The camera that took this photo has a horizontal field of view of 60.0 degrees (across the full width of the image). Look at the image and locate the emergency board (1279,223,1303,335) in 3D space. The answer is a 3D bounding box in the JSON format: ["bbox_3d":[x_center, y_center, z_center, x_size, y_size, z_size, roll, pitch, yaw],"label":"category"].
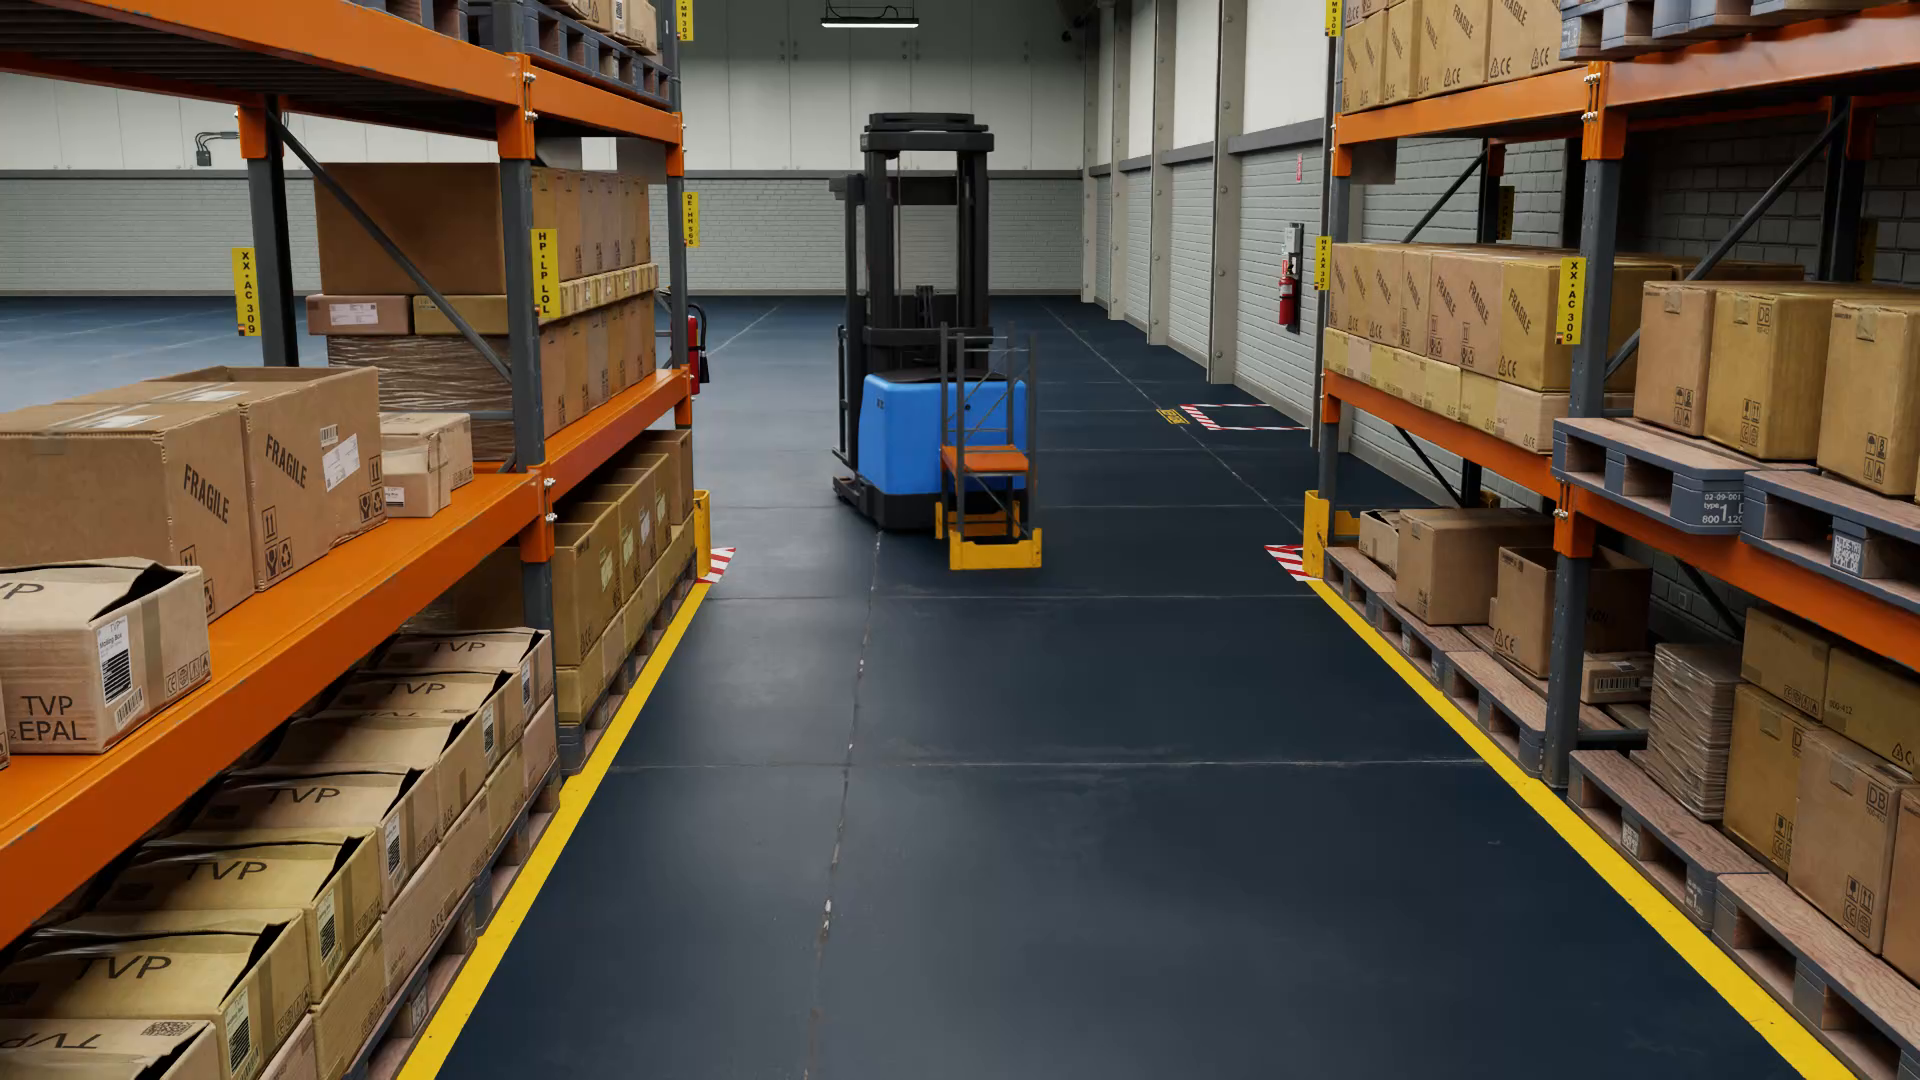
[{"bbox_3d":[3.519,-2.828,17.955,0.194,1.169,0.643,0,11,-1],"label":"emergency board"}]

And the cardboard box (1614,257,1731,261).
[{"bbox_3d":[3.051,-0.985,7.313,0.500,0.500,0.500,0,11,-1],"label":"cardboard box"}]

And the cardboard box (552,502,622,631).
[{"bbox_3d":[-1.808,0.118,7.406,0.500,0.500,0.500,0,11,-1],"label":"cardboard box"}]

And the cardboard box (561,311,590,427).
[{"bbox_3d":[-2.133,-0.805,7.732,0.700,0.500,0.500,0,11,0],"label":"cardboard box"}]

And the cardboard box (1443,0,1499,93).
[{"bbox_3d":[2.555,-2.323,7.620,0.500,0.500,0.500,-1,11,-3],"label":"cardboard box"}]

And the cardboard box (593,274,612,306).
[{"bbox_3d":[-1.943,-1.242,8.253,0.380,0.149,0.250,0,11,-2],"label":"cardboard box"}]

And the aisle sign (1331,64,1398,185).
[{"bbox_3d":[2.475,-2.567,10.128,0.394,0.787,0.004,0,11,-1],"label":"aisle sign"}]

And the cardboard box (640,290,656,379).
[{"bbox_3d":[-2.179,-1.215,9.750,0.700,0.500,0.500,0,11,-1],"label":"cardboard box"}]

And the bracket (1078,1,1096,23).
[{"bbox_3d":[2.743,-11.215,35.156,0.076,0.066,4.783,0,11,-1],"label":"bracket"}]

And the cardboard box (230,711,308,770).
[{"bbox_3d":[-2.317,0.689,5.067,0.500,0.311,0.500,-1,11,-3],"label":"cardboard box"}]

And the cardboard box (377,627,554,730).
[{"bbox_3d":[-1.798,0.483,6.083,0.500,0.311,0.500,0,11,-1],"label":"cardboard box"}]

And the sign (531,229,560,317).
[{"bbox_3d":[-1.551,-0.996,6.212,0.100,0.325,0.005,0,11,-1],"label":"sign"}]

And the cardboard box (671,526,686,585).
[{"bbox_3d":[-1.847,0.088,9.440,0.500,0.250,0.500,0,11,-1],"label":"cardboard box"}]

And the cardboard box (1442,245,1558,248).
[{"bbox_3d":[2.999,-1.390,9.309,0.500,0.500,0.500,0,11,0],"label":"cardboard box"}]

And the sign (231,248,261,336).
[{"bbox_3d":[-2.648,-0.924,6.192,0.100,0.325,0.005,0,11,-1],"label":"sign"}]

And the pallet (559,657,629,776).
[{"bbox_3d":[-2.068,0.745,7.356,1.003,0.211,1.213,0,11,-1],"label":"pallet"}]

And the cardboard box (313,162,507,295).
[{"bbox_3d":[-2.109,-1.236,6.594,0.700,0.500,0.500,0,11,-1],"label":"cardboard box"}]

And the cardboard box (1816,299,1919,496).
[{"bbox_3d":[2.885,-0.406,4.657,0.700,0.500,0.500,1,12,7],"label":"cardboard box"}]

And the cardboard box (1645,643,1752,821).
[{"bbox_3d":[2.891,0.671,5.886,0.700,0.500,0.500,0,11,1],"label":"cardboard box"}]

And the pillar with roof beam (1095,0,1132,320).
[{"bbox_3d":[-1.144,-8.837,32.486,9.100,9.000,0.548,0,11,-1],"label":"pillar with roof beam"}]

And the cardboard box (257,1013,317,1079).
[{"bbox_3d":[-1.739,1.268,3.623,0.500,0.250,0.500,-1,11,-3],"label":"cardboard box"}]

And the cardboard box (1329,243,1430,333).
[{"bbox_3d":[2.486,-1.487,9.786,0.500,0.500,0.500,0,11,-1],"label":"cardboard box"}]

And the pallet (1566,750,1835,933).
[{"bbox_3d":[2.877,1.037,5.917,1.003,0.211,1.213,0,11,-1],"label":"pallet"}]

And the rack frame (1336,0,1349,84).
[{"bbox_3d":[2.777,-4.220,9.725,1.000,3.000,0.127,0,11,-1],"label":"rack frame"}]

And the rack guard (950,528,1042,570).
[{"bbox_3d":[0.229,0.058,10.647,0.587,0.250,0.087,-1,12,-6],"label":"rack guard"}]

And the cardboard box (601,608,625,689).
[{"bbox_3d":[-1.805,0.486,7.481,0.500,0.250,0.500,0,11,-1],"label":"cardboard box"}]

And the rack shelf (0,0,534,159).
[{"bbox_3d":[-2.052,-1.183,4.112,1.077,0.370,4.000,0,11,-1],"label":"rack shelf"}]

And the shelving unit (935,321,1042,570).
[{"bbox_3d":[0.176,-0.653,11.008,0.587,1.500,1.083,-1,12,-6],"label":"shelving unit"}]

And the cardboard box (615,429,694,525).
[{"bbox_3d":[-1.867,-0.379,9.856,0.500,0.500,0.500,0,11,-1],"label":"cardboard box"}]

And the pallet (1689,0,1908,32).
[{"bbox_3d":[2.790,-1.533,4.500,1.213,0.211,1.003,0,11,-1],"label":"pallet"}]

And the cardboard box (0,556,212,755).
[{"bbox_3d":[-1.835,0.197,3.268,0.500,0.311,0.500,0,11,-2],"label":"cardboard box"}]

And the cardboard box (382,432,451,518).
[{"bbox_3d":[-1.892,-0.223,5.454,0.396,0.266,0.258,-1,11,-3],"label":"cardboard box"}]

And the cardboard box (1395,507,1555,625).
[{"bbox_3d":[2.678,0.127,8.569,0.700,0.500,0.500,-1,12,-5],"label":"cardboard box"}]

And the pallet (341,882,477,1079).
[{"bbox_3d":[-2.011,1.293,4.656,1.003,0.211,1.213,0,11,-1],"label":"pallet"}]

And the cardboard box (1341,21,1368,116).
[{"bbox_3d":[2.534,-2.741,9.679,0.500,0.500,0.500,0,11,0],"label":"cardboard box"}]

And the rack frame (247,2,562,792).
[{"bbox_3d":[-2.093,-0.463,6.299,1.000,3.000,0.127,0,11,-1],"label":"rack frame"}]

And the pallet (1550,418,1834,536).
[{"bbox_3d":[2.730,-0.238,5.670,1.003,0.211,1.213,0,11,-1],"label":"pallet"}]

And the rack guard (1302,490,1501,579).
[{"bbox_3d":[2.778,-0.039,10.496,1.175,0.500,0.348,0,11,-1],"label":"rack guard"}]

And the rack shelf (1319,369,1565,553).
[{"bbox_3d":[2.818,-0.529,8.434,1.077,0.370,4.000,0,11,-1],"label":"rack shelf"}]

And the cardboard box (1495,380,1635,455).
[{"bbox_3d":[2.546,-0.514,6.873,0.500,0.250,0.500,0,11,-1],"label":"cardboard box"}]

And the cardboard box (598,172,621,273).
[{"bbox_3d":[-2.150,-1.635,8.560,0.700,0.500,0.500,0,11,-1],"label":"cardboard box"}]

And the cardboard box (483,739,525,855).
[{"bbox_3d":[-1.786,0.860,5.634,0.500,0.250,0.500,0,11,-2],"label":"cardboard box"}]

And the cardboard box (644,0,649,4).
[{"bbox_3d":[-2.168,-2.939,9.291,0.797,0.503,0.637,1,11,3],"label":"cardboard box"}]

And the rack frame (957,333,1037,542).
[{"bbox_3d":[0.229,-0.555,10.521,0.500,1.500,0.032,-1,12,-6],"label":"rack frame"}]

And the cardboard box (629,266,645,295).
[{"bbox_3d":[-1.965,-1.447,9.266,0.380,0.149,0.250,0,11,-2],"label":"cardboard box"}]

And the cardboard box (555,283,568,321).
[{"bbox_3d":[-1.924,-1.038,7.247,0.380,0.149,0.250,0,11,-2],"label":"cardboard box"}]

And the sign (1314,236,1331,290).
[{"bbox_3d":[2.234,-1.702,10.225,0.100,0.325,0.005,0,11,-1],"label":"sign"}]

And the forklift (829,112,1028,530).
[{"bbox_3d":[-0.384,-1.757,12.846,1.130,2.935,3.031,-3,12,-14],"label":"forklift"}]

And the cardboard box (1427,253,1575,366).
[{"bbox_3d":[2.525,-1.080,7.780,0.500,0.500,0.500,-1,11,-3],"label":"cardboard box"}]

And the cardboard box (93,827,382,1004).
[{"bbox_3d":[-1.755,0.888,4.089,0.500,0.311,0.500,-1,11,-3],"label":"cardboard box"}]

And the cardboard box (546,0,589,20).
[{"bbox_3d":[-1.851,-2.373,6.981,0.500,0.311,0.500,-1,12,-4],"label":"cardboard box"}]

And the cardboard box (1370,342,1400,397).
[{"bbox_3d":[2.499,-0.913,8.842,0.500,0.250,0.500,0,11,-2],"label":"cardboard box"}]
